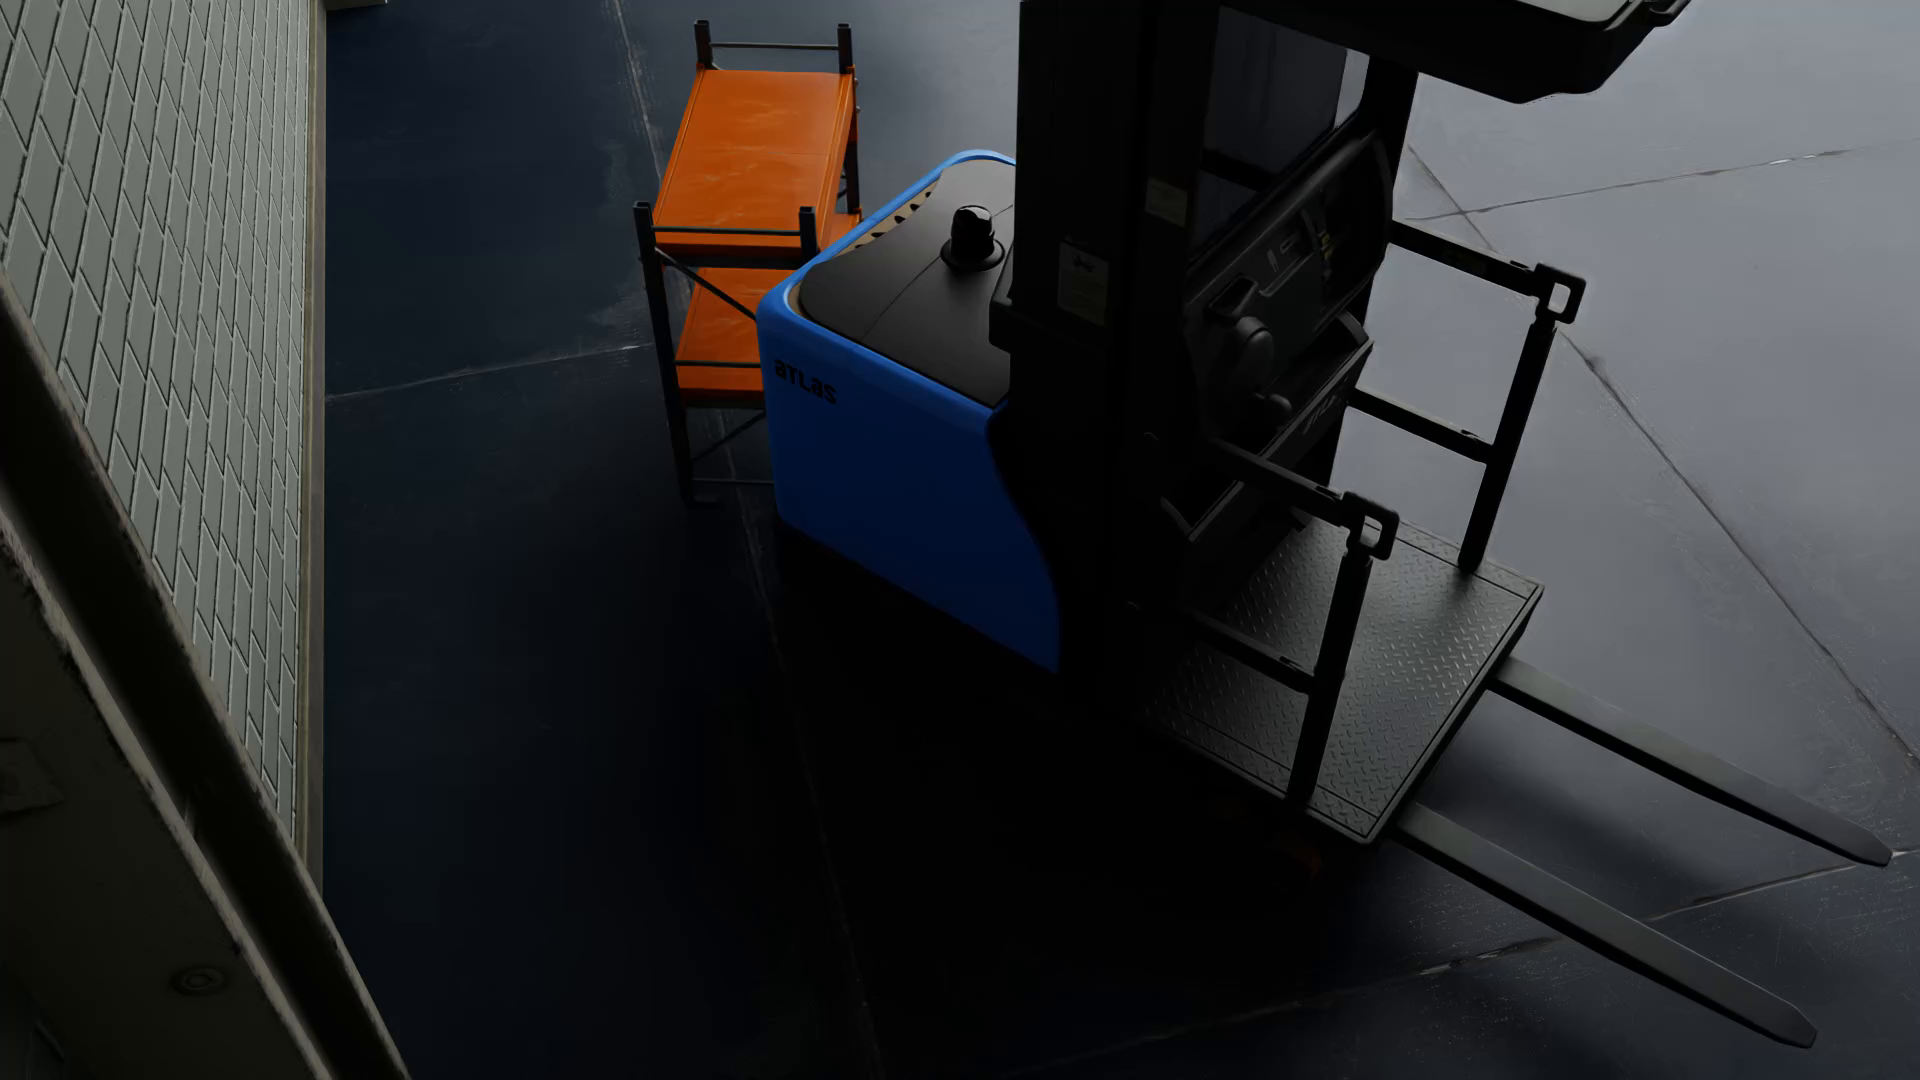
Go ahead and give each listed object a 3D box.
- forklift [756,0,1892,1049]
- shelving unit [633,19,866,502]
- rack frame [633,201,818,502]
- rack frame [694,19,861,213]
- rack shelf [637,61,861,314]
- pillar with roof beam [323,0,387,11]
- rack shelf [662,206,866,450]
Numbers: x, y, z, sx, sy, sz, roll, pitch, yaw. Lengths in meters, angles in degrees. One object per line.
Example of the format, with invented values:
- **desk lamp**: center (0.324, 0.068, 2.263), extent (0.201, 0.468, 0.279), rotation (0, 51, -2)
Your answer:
- **forklift**: center (0.928, -0.544, 3.731), extent (3.031, 2.935, 1.130), rotation (28, 52, 25)
- **shelving unit**: center (-0.622, -0.884, 5.329), extent (0.538, 1.125, 1.048), rotation (2, 46, 2)
- **rack frame**: center (-0.649, -0.522, 4.974), extent (0.500, 1.125, 0.032), rotation (2, 46, 2)
- **rack frame**: center (-0.595, -1.247, 5.684), extent (0.500, 1.125, 0.032), rotation (2, 46, 2)
- **rack shelf**: center (-0.622, -1.089, 5.120), extent (0.538, 0.278, 1.000), rotation (2, 46, 2)
- **pillar with roof beam**: center (1.314, -6.524, 5.343), extent (9.100, 9.000, 0.400), rotation (-11, 47, -10)
- **rack shelf**: center (-0.622, -0.713, 5.504), extent (0.538, 0.278, 1.000), rotation (2, 46, 2)
